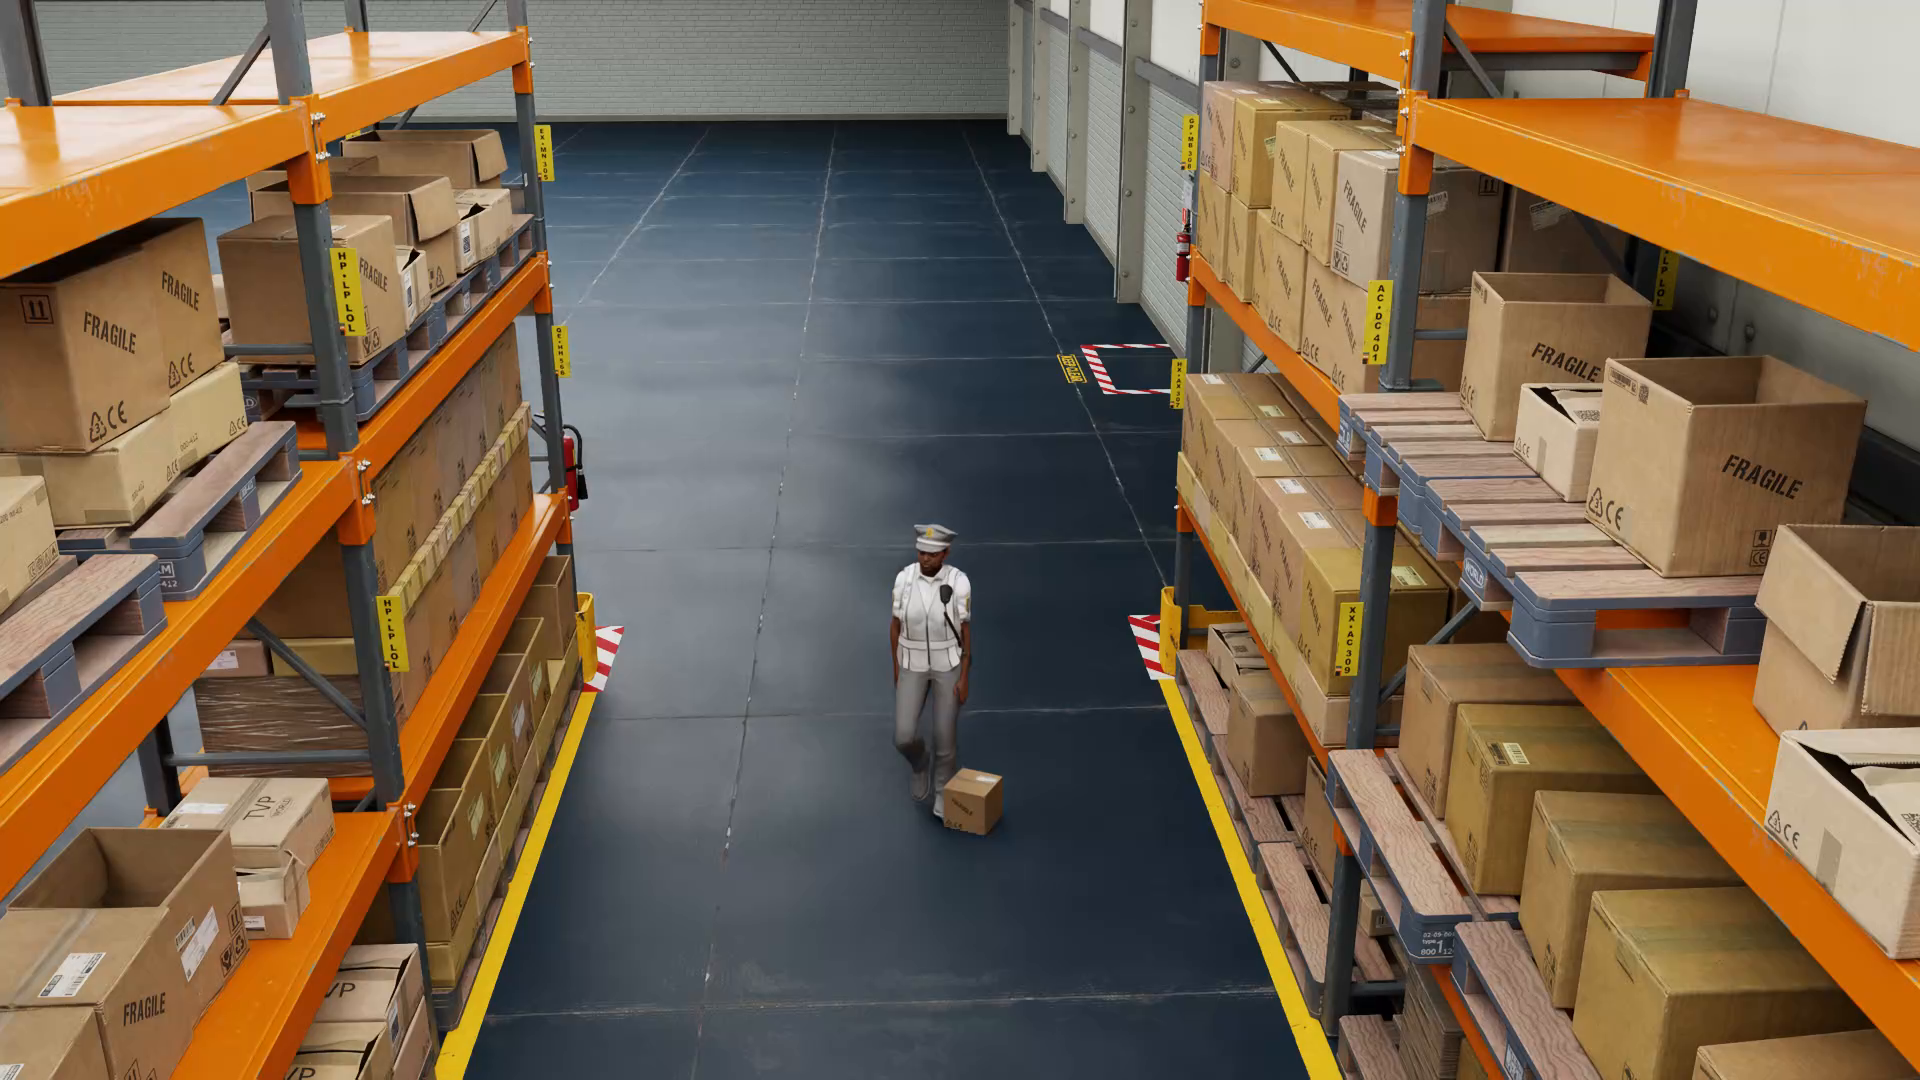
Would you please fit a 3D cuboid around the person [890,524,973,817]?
[{"bbox_3d":[-0.162,0.709,9.092,0.456,1.687,0.442,2,21,6],"label":"person"}]
